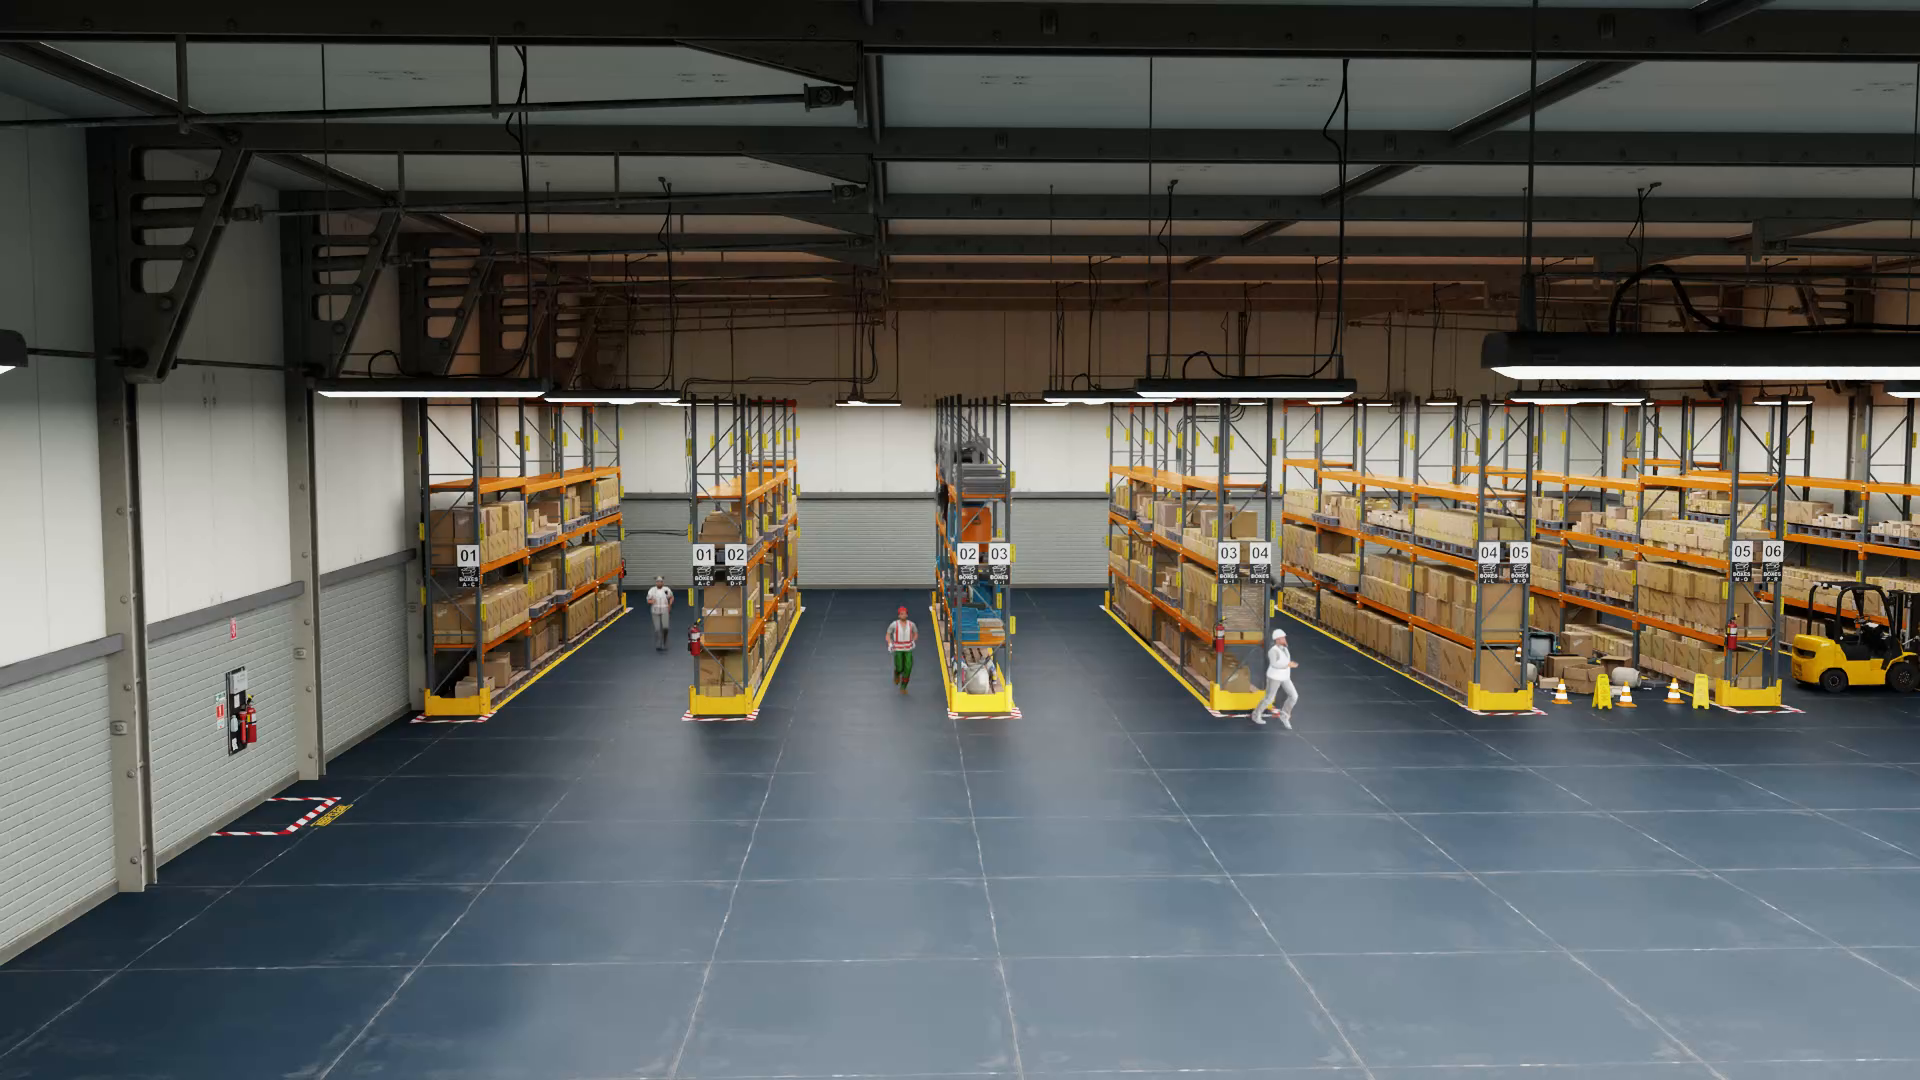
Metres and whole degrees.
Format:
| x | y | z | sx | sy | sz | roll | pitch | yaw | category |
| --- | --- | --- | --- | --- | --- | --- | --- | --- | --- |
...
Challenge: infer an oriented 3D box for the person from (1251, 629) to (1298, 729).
| x | y | z | sx | sy | sz | roll | pitch | yaw | category |
| --- | --- | --- | --- | --- | --- | --- | --- | --- | --- |
| 5.702 | 2.495 | 29.850 | 0.883 | 1.810 | 0.664 | 4 | 6 | 42 | person |

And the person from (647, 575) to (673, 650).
| x | y | z | sx | sy | sz | roll | pitch | yaw | category |
| --- | --- | --- | --- | --- | --- | --- | --- | --- | --- |
| -7.124 | 1.741 | 39.552 | 0.643 | 1.810 | 0.676 | -1 | 5 | -13 | person |

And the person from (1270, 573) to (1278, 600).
| x | y | z | sx | sy | sz | roll | pitch | yaw | category |
| --- | --- | --- | --- | --- | --- | --- | --- | --- | --- |
| 7.871 | 1.470 | 42.836 | 0.657 | 1.733 | 0.879 | -1 | 5 | -9 | person |

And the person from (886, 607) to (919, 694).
| x | y | z | sx | sy | sz | roll | pitch | yaw | category |
| --- | --- | --- | --- | --- | --- | --- | --- | --- | --- |
| -1.149 | 2.220 | 33.568 | 0.657 | 1.743 | 0.605 | -1 | 5 | -13 | person |
